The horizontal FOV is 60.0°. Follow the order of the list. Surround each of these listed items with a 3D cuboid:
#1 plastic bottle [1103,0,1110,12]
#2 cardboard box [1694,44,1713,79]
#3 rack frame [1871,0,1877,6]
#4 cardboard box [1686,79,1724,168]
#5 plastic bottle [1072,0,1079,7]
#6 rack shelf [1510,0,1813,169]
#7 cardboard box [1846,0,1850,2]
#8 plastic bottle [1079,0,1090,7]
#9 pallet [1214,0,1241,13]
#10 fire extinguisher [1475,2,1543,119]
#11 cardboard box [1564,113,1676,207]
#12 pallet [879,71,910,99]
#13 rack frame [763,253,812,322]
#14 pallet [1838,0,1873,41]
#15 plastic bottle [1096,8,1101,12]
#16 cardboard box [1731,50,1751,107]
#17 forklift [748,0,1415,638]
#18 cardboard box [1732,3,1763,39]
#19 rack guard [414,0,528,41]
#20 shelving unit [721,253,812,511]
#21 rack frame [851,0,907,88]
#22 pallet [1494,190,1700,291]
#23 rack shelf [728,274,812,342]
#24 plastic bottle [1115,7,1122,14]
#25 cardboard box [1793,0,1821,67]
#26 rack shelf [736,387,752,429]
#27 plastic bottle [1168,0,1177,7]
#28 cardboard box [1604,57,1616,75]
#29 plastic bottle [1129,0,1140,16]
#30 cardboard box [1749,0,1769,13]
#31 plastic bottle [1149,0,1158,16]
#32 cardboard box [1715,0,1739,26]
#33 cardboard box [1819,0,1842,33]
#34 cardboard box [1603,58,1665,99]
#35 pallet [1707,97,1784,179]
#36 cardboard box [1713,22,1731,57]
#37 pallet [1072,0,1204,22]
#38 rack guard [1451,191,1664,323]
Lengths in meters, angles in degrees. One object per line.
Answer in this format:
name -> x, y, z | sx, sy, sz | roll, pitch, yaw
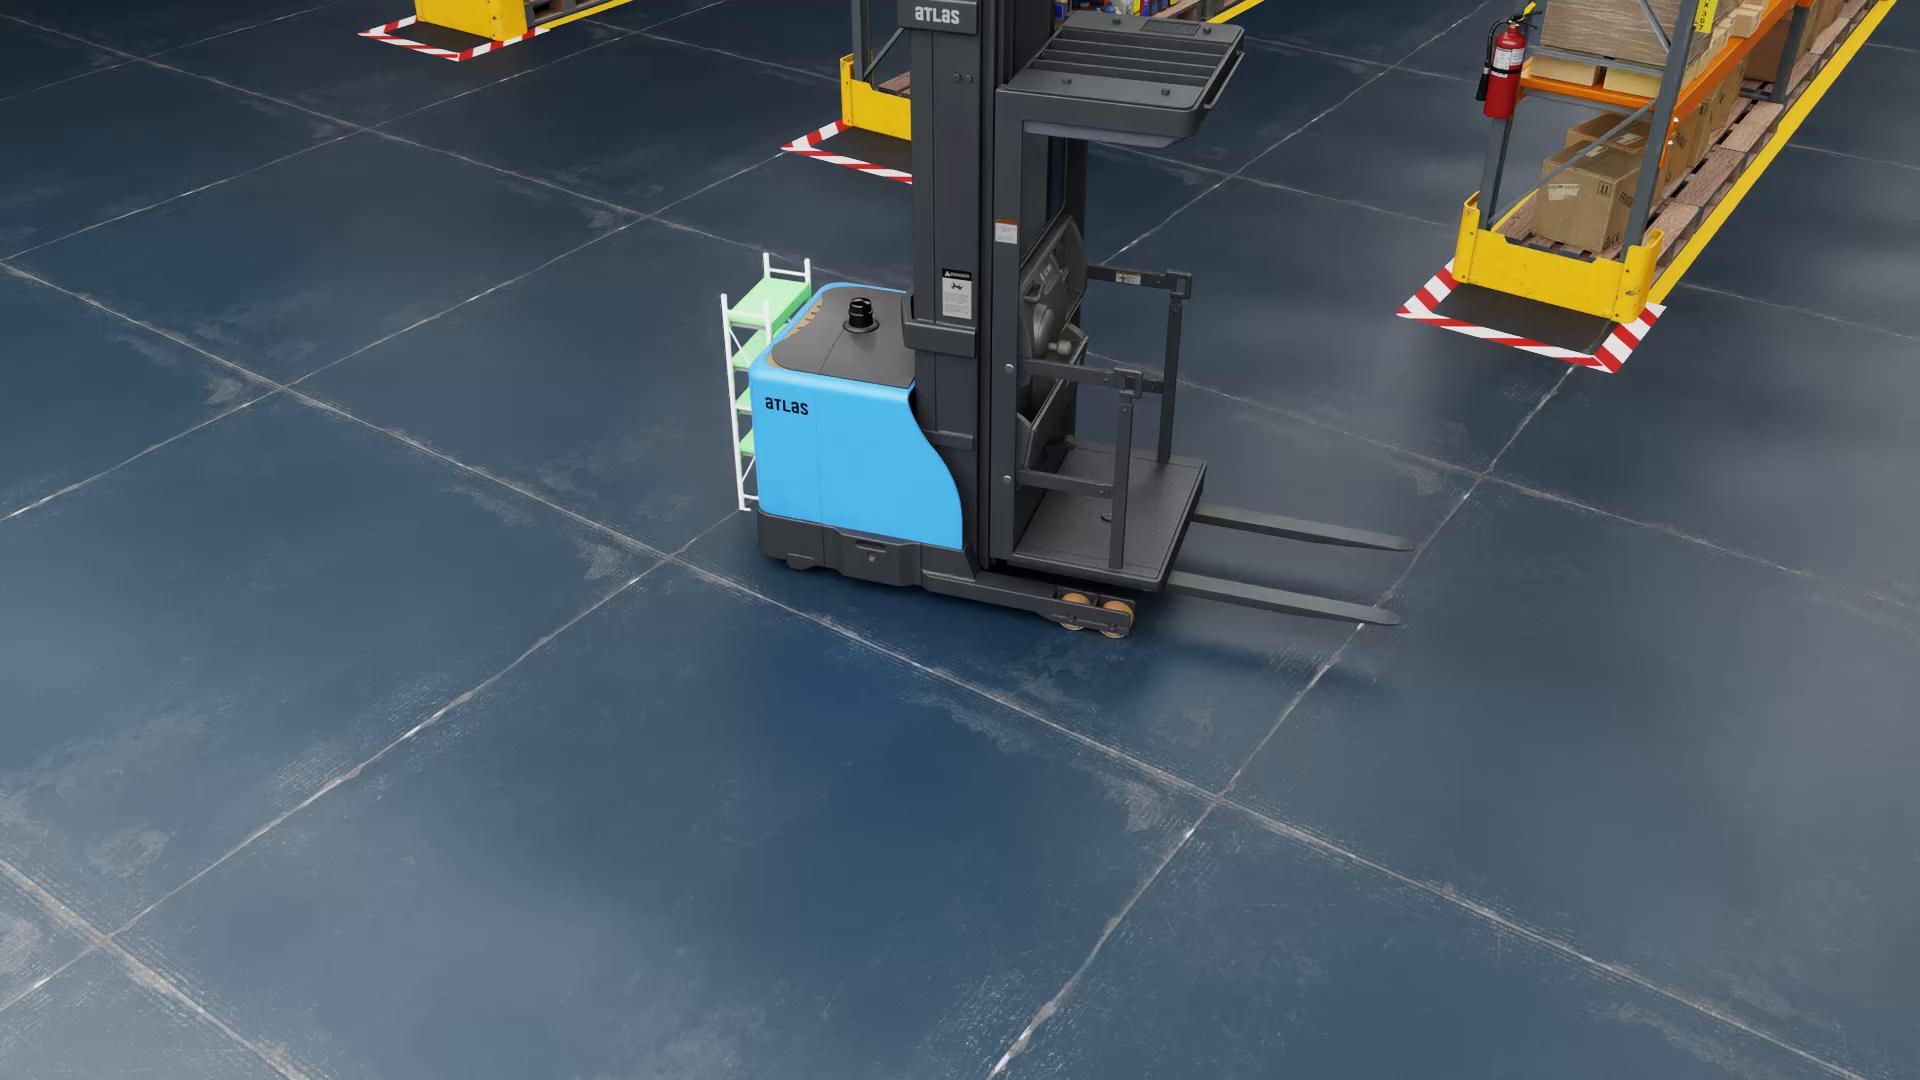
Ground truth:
plastic bottle -> 1.295, -4.604, 14.413 | 0.061, 0.283, 0.133 | 21, 39, 28
cardboard box -> 4.362, -2.960, 10.173 | 0.380, 0.149, 0.250 | 21, 39, 28
rack frame -> 8.252, -6.471, 15.142 | 1.000, 3.000, 0.127 | 21, 39, 28
cardboard box -> 5.101, -3.021, 11.896 | 0.500, 0.500, 0.500 | 18, 38, 24
plastic bottle -> 0.994, -4.972, 14.896 | 0.144, 0.351, 0.185 | 20, 39, 26
rack shelf -> 4.831, -3.412, 11.260 | 1.077, 0.370, 4.000 | 21, 39, 28
cardboard box -> 7.887, -5.303, 15.253 | 0.700, 0.500, 0.500 | 19, 38, 26
plastic bottle -> 1.118, -4.920, 14.891 | 0.097, 0.271, 0.097 | 0, 34, 0
pallet -> 2.318, -5.431, 16.093 | 1.003, 0.211, 1.213 | 21, 39, 28
fire extinguisher -> 3.247, -2.852, 9.859 | 0.296, 0.674, 0.183 | 21, 39, 28
cardboard box -> 4.373, -2.496, 11.120 | 0.500, 0.500, 0.500 | -25, 41, -32
pallet -> 0.094, -3.639, 13.442 | 1.003, 0.211, 1.213 | 21, 39, 28
rack frame -> -0.853, -0.895, 8.502 | 0.240, 1.200, 0.015 | 10, 35, 15
pallet -> 7.805, -4.957, 15.392 | 1.003, 0.211, 1.213 | 21, 39, 28
plastic bottle -> 1.164, -4.362, 14.066 | 0.097, 0.271, 0.097 | 0, 34, 0
cardboard box -> 5.710, -3.598, 12.749 | 0.500, 0.500, 0.500 | 20, 39, 27
forklift -> 0.599, -1.103, 7.265 | 3.031, 2.935, 1.130 | 10, 35, 15
cardboard box -> 4.984, -3.400, 10.824 | 0.380, 0.149, 0.250 | 21, 39, 28
rack guard -> -4.459, -4.909, 15.063 | 1.175, 0.500, 0.348 | 21, 39, 28
shelving unit -> -0.929, -0.765, 8.310 | 0.258, 1.200, 0.503 | 10, 35, 15
rack frame -> -0.378, -4.372, 12.037 | 1.000, 3.000, 0.127 | 21, 39, 28
pallet -> 4.226, -2.032, 11.067 | 1.003, 0.211, 1.213 | 21, 39, 28
rack shelf -> -0.929, -1.110, 8.077 | 0.258, 0.148, 0.480 | 10, 35, 15
plastic bottle -> 1.338, -4.474, 14.293 | 0.097, 0.201, 0.097 | 0, 34, 0
cardboard box -> 6.627, -4.266, 13.720 | 0.700, 0.500, 0.500 | 21, 39, 28
rack shelf -> -0.929, -0.712, 8.346 | 0.258, 0.148, 0.480 | 10, 35, 15
plastic bottle -> 1.899, -4.943, 14.913 | 0.061, 0.283, 0.133 | 23, 41, 30
cardboard box -> 3.827, -2.998, 10.229 | 0.380, 0.149, 0.250 | 21, 39, 28
plastic bottle -> 1.478, -4.672, 14.453 | 0.144, 0.351, 0.185 | 21, 39, 28
cardboard box -> 5.223, -3.648, 11.191 | 0.380, 0.149, 0.250 | 21, 39, 28
plastic bottle -> 1.663, -4.821, 14.673 | 0.144, 0.351, 0.185 | 19, 39, 26
cardboard box -> 4.534, -3.683, 10.664 | 0.875, 0.500, 0.500 | 21, 39, 28
cardboard box -> 7.263, -4.781, 14.481 | 0.700, 0.500, 0.500 | 25, 41, 32
cardboard box -> 4.049, -2.741, 9.849 | 0.380, 0.149, 0.250 | 21, 39, 28
pallet -> 5.617, -3.155, 12.727 | 1.003, 0.211, 1.213 | 21, 39, 28
cardboard box -> 4.636, -3.194, 10.520 | 0.380, 0.149, 0.250 | 21, 39, 28
pallet -> 1.485, -4.762, 15.103 | 1.003, 0.211, 1.213 | 21, 39, 28
rack guard -> 3.734, -1.789, 10.449 | 1.175, 0.500, 0.348 | 21, 39, 28
